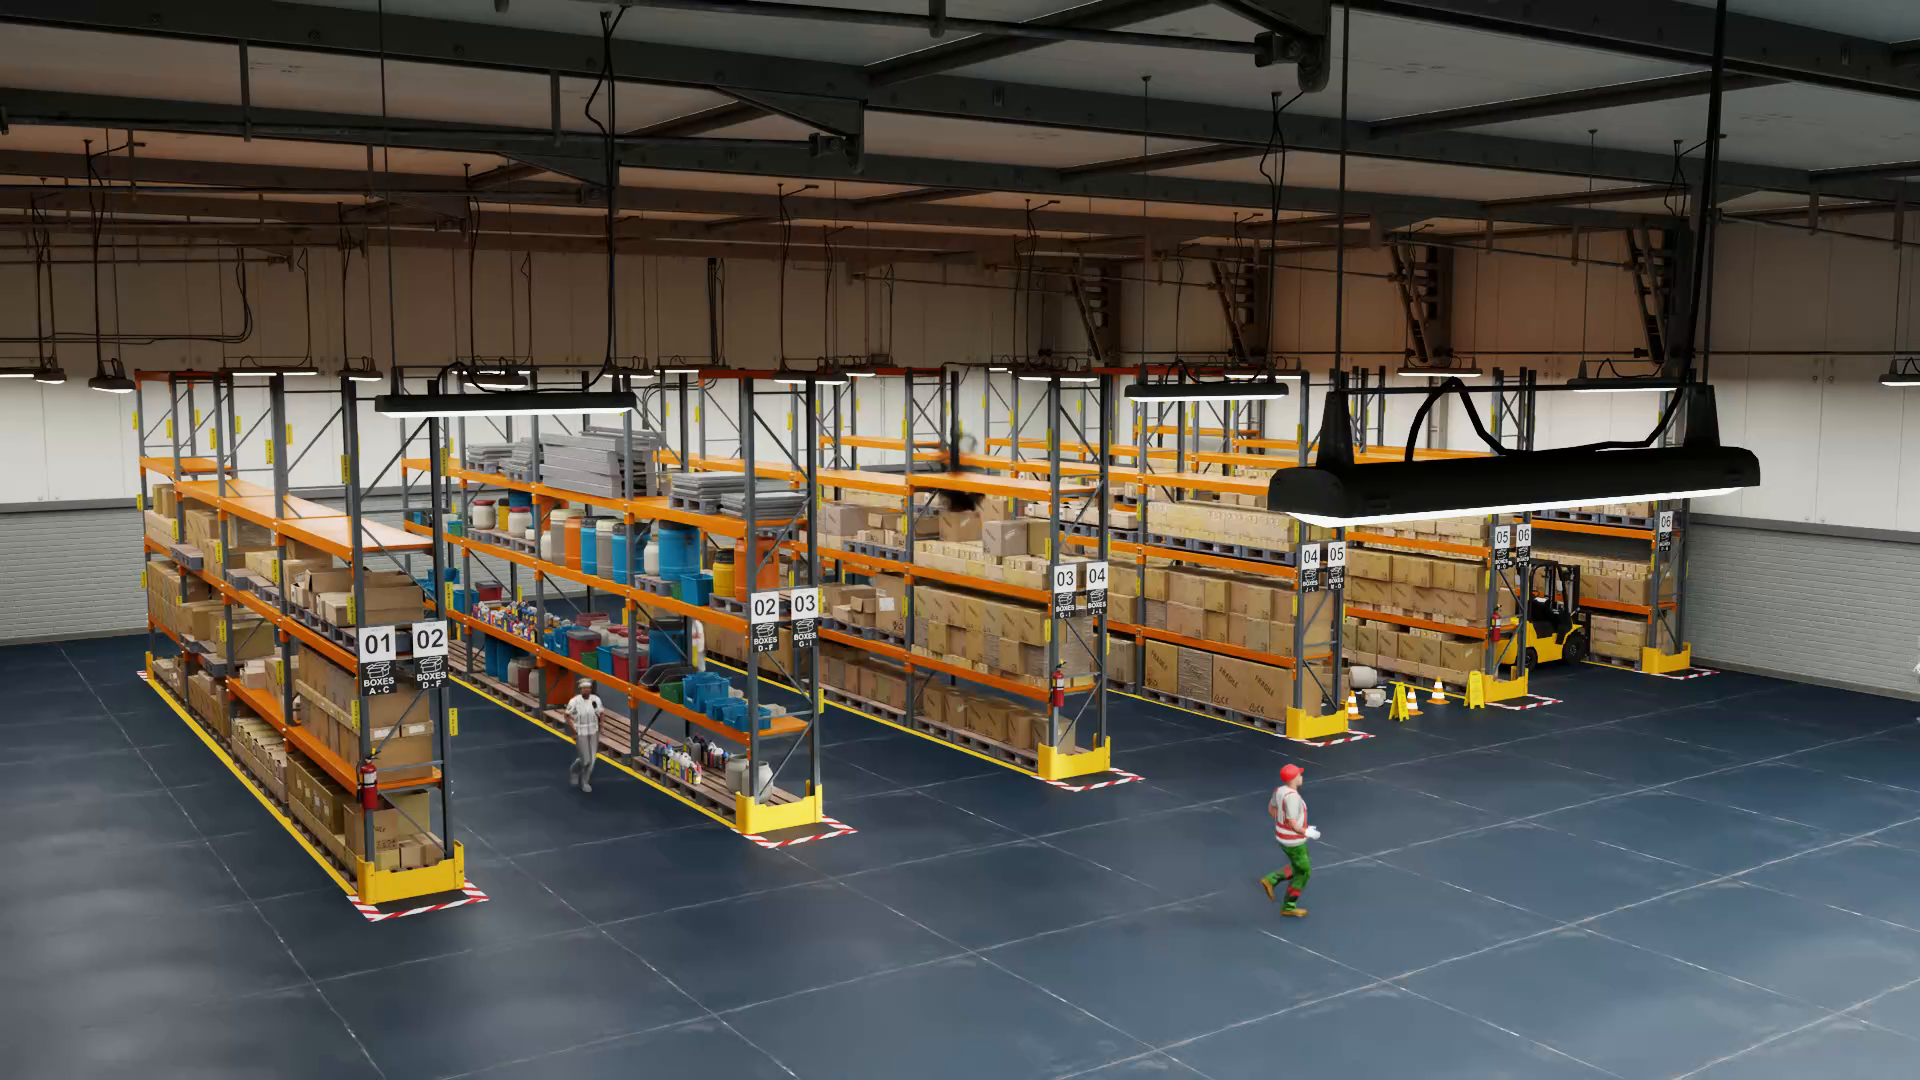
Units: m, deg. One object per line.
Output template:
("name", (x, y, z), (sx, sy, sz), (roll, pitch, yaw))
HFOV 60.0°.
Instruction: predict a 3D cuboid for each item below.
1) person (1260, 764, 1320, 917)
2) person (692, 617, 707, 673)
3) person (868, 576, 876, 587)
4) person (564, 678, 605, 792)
("person", (3.706, 3.370, 18.672), (0.601, 1.742, 0.657), (-1, 6, -6))
("person", (-4.866, 2.020, 30.199), (0.650, 1.772, 0.952), (-5, 8, -40))
("person", (-2.139, 0.632, 42.776), (0.858, 1.747, 0.679), (-5, 8, -37))
("person", (-5.382, 2.804, 24.015), (0.566, 1.670, 0.571), (-4, 7, -30))
